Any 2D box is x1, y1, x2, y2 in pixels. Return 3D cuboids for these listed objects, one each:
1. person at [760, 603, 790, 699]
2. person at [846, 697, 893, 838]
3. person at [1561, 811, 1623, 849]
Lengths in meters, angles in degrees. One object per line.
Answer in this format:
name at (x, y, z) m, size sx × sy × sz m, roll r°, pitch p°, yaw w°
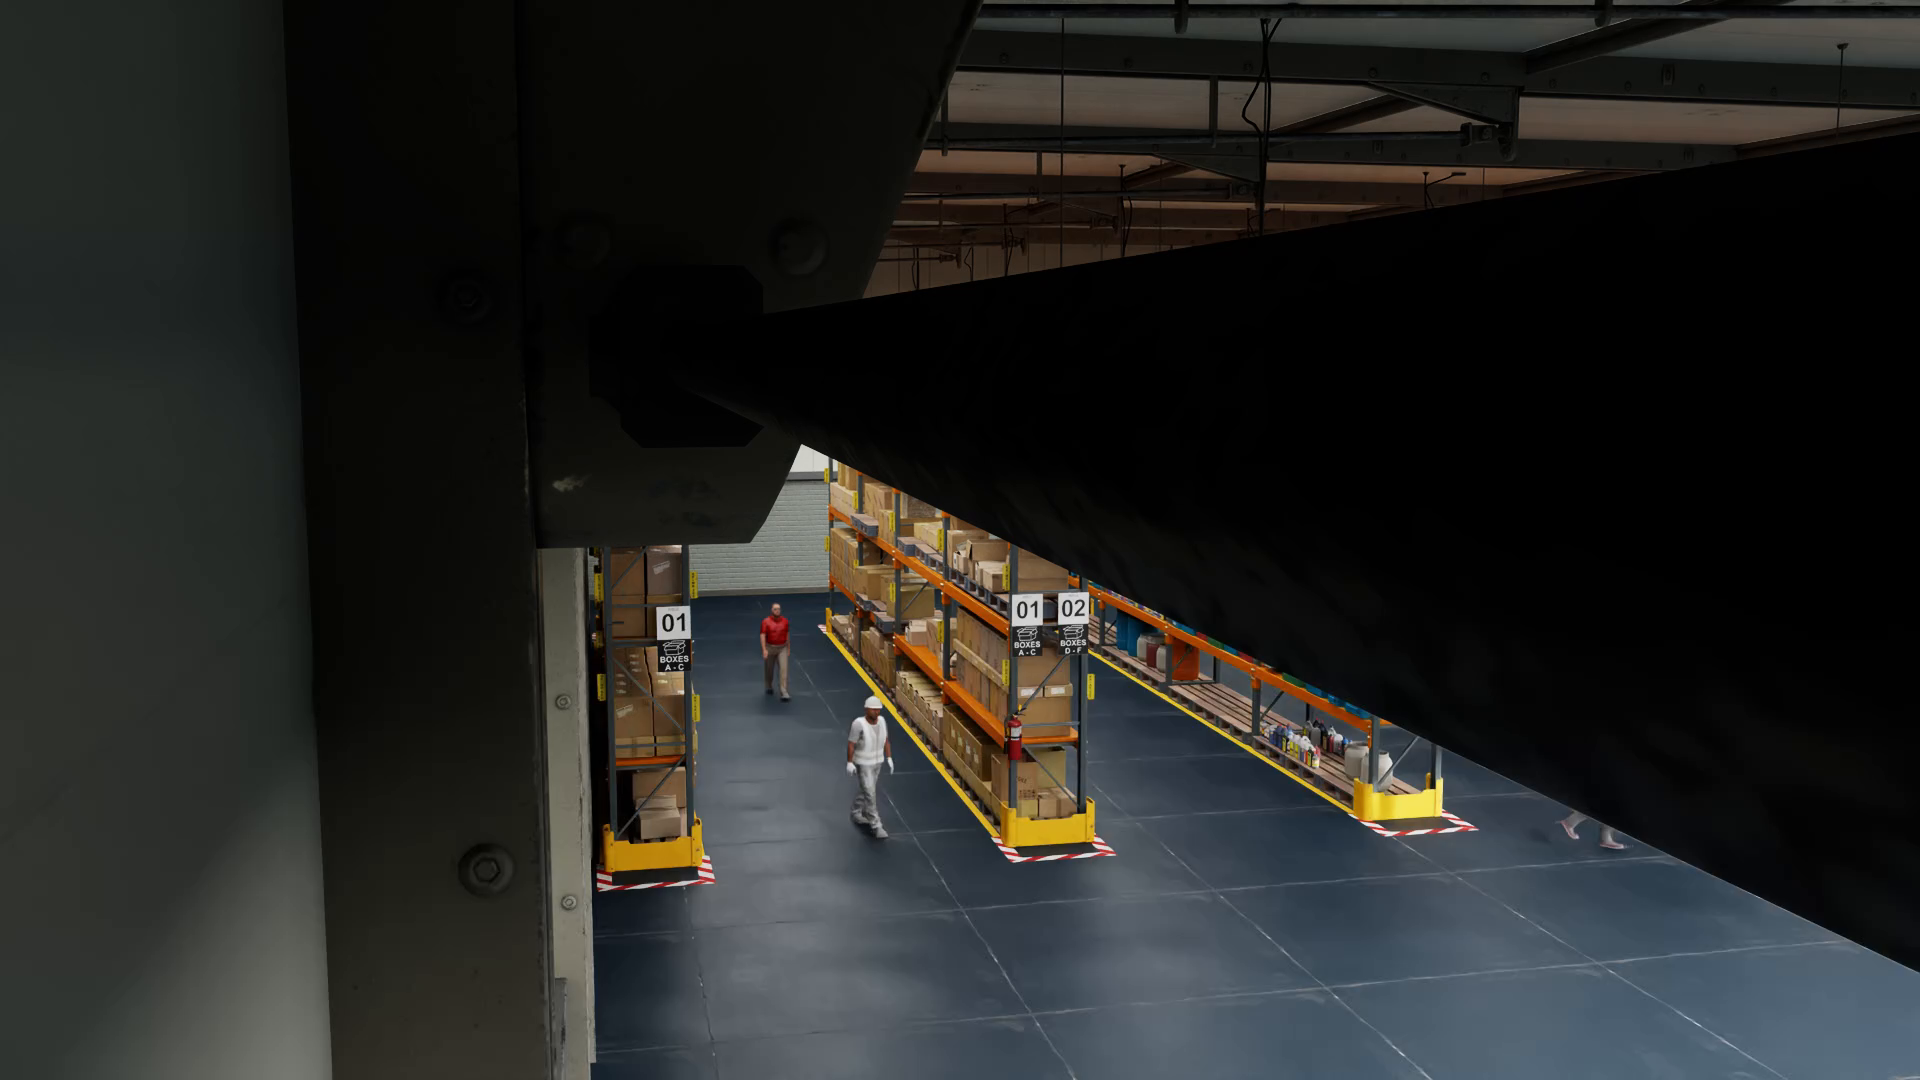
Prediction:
person at (-3.299, 1.965, 29.751) m, size 0.566 × 1.662 × 1.099 m, roll -2°, pitch 7°, yaw -15°
person at (-1.134, 2.888, 21.554) m, size 0.944 × 1.733 × 0.576 m, roll 6°, pitch 9°, yaw 41°
person at (7.989, 3.028, 20.970) m, size 0.714 × 1.643 × 0.467 m, roll 1°, pitch 7°, yaw 10°
